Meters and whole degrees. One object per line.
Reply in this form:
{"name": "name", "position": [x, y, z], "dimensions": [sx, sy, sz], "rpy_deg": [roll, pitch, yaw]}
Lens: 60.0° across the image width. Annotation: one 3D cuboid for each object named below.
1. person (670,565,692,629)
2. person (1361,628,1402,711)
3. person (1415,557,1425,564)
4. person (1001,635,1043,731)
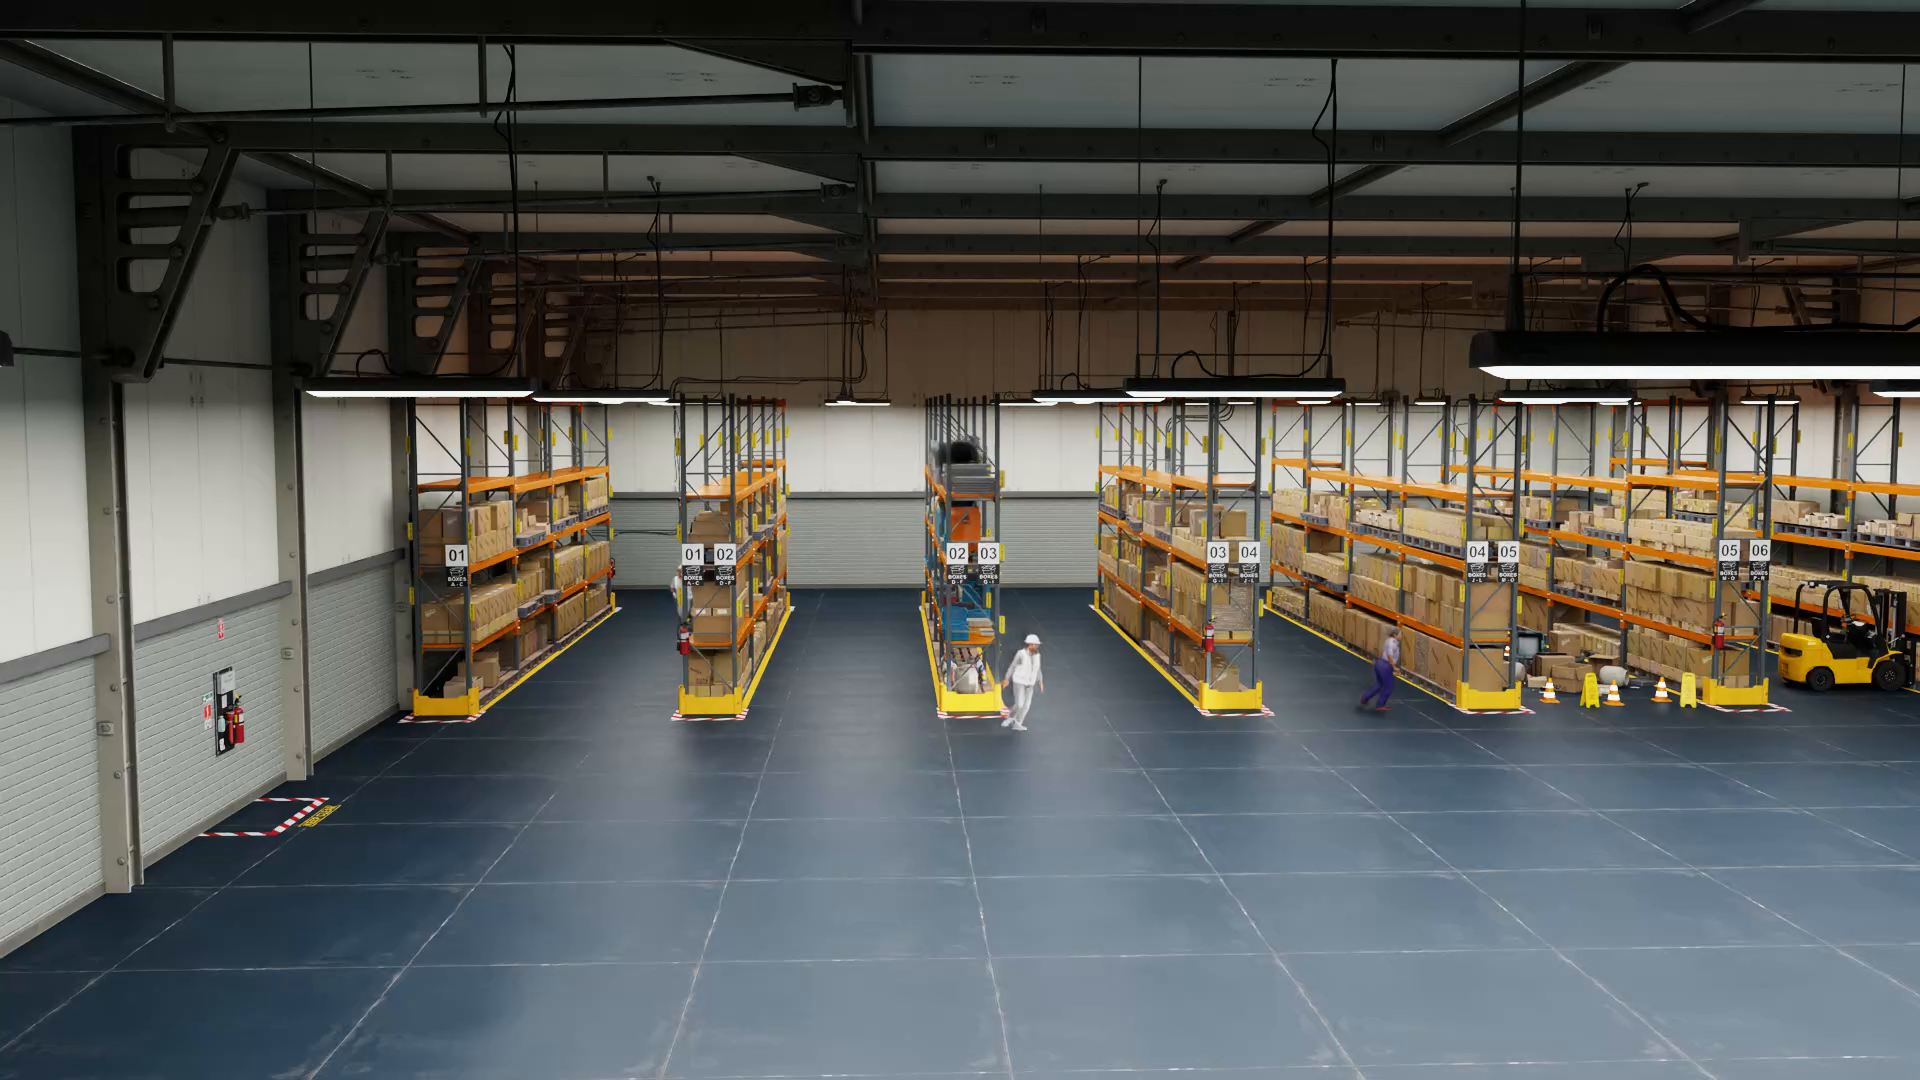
{"name": "person", "position": [-7.047, 1.512, 42.350], "dimensions": [0.699, 1.732, 0.659], "rpy_deg": [0, 5, 6]}
{"name": "person", "position": [8.011, 2.444, 31.557], "dimensions": [0.706, 1.575, 0.616], "rpy_deg": [0, 5, 5]}
{"name": "person", "position": [13.762, 1.030, 49.344], "dimensions": [0.665, 1.616, 0.610], "rpy_deg": [0, 5, 1]}
{"name": "person", "position": [1.131, 2.532, 29.512], "dimensions": [0.692, 1.735, 0.598], "rpy_deg": [-3, 6, -35]}
